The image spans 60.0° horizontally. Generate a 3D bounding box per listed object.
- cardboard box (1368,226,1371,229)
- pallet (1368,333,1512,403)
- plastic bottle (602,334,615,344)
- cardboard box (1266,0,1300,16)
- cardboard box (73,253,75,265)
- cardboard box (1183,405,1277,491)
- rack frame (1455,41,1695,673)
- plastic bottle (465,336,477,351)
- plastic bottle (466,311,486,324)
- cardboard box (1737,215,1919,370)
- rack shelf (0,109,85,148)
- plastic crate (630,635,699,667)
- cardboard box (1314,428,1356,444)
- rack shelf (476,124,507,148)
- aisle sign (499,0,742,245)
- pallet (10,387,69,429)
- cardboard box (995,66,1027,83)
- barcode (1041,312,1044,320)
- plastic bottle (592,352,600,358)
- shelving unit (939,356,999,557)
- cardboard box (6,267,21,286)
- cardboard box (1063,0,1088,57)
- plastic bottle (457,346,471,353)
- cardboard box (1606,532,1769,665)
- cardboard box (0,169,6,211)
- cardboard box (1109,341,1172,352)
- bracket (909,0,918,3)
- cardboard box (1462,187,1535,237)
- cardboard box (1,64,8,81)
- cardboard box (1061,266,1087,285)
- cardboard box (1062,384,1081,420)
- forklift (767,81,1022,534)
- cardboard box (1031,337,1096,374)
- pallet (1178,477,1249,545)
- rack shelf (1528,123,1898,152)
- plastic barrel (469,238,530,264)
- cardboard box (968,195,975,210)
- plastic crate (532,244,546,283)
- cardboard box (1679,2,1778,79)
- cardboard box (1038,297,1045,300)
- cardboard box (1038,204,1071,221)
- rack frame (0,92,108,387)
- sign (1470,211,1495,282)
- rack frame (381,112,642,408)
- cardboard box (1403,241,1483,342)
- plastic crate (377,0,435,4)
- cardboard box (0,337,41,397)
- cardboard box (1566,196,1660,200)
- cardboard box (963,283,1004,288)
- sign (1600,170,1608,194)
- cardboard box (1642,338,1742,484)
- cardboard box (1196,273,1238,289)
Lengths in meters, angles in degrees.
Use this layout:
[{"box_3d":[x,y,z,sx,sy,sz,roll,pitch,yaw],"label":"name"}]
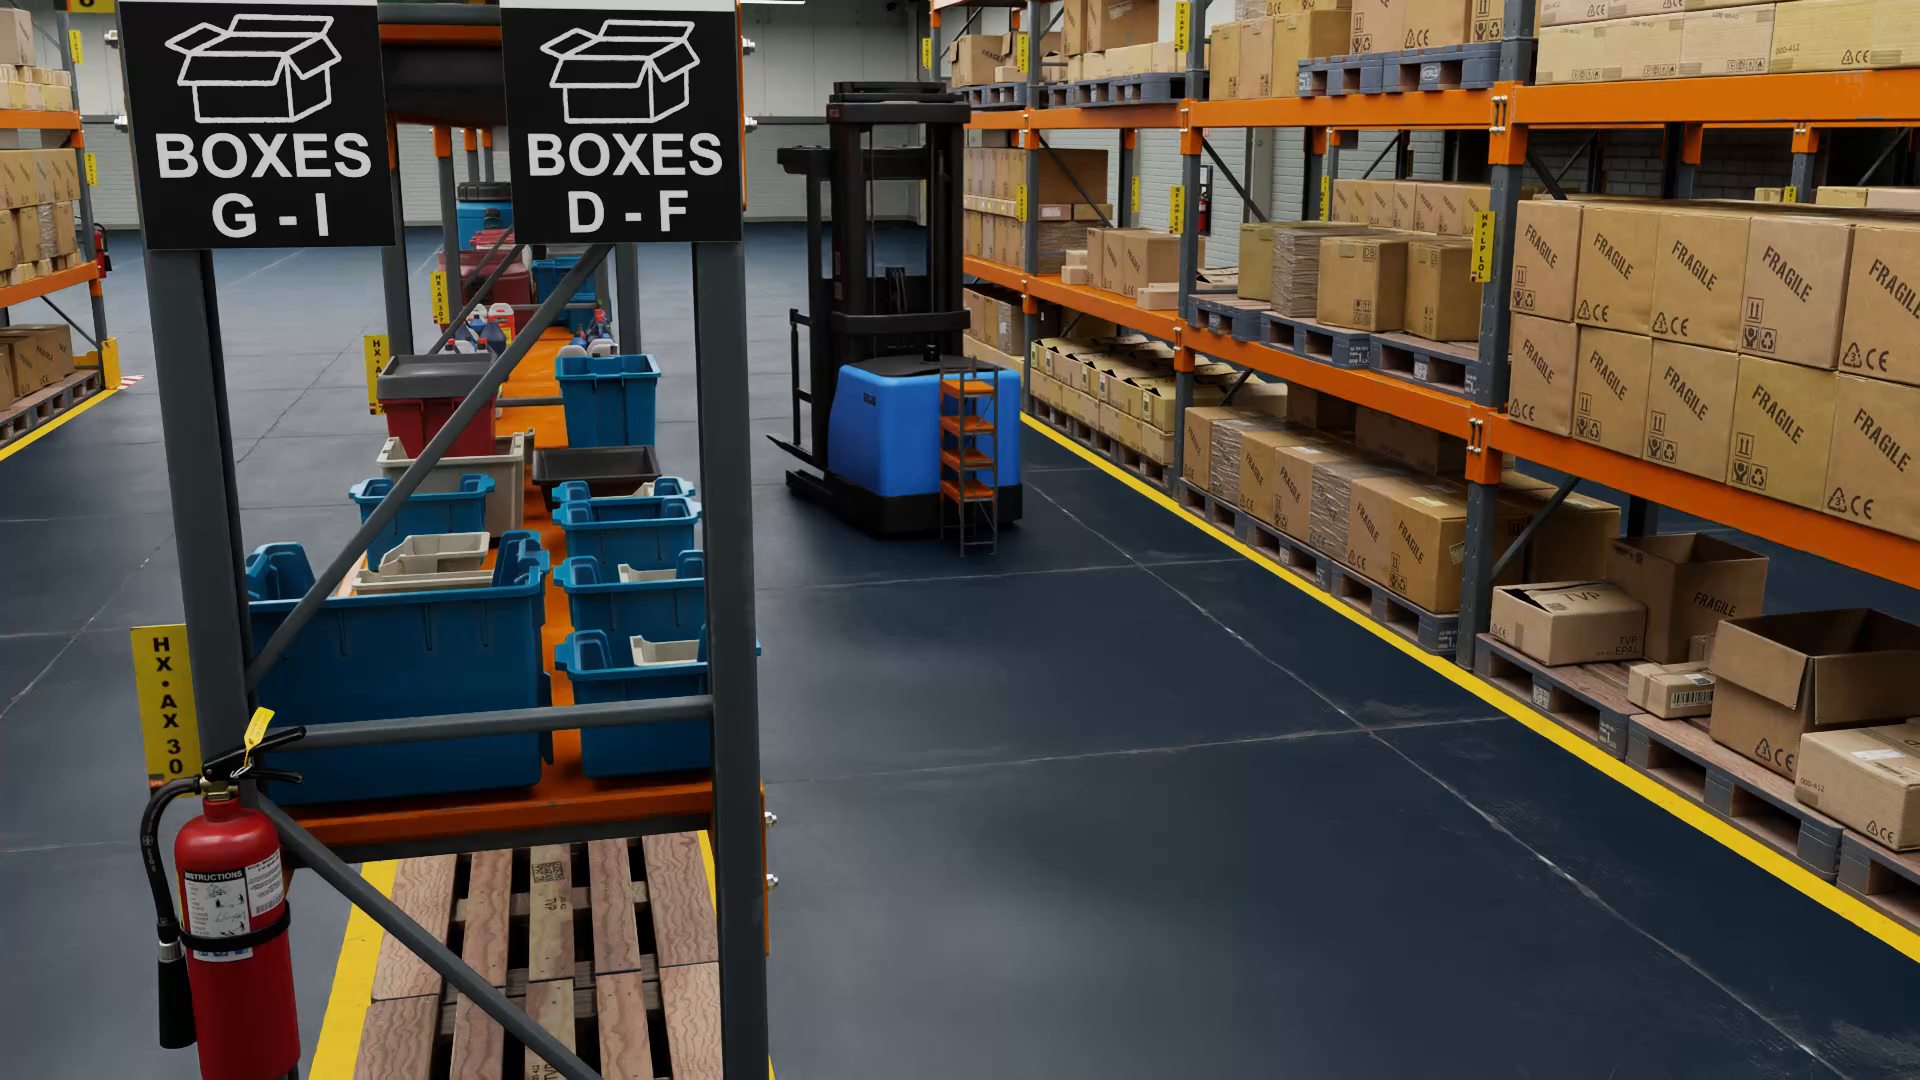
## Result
[{"box_3d":[4.925,-3.576,19.516,0.500,0.250,0.500,-4,14,-15],"label":"cardboard box"},{"box_3d":[2.906,-0.940,8.858,1.003,0.211,1.213,-3,14,-13],"label":"pallet"},{"box_3d":[-1.862,-0.951,8.770,0.097,0.271,0.097,0,14,0],"label":"plastic bottle"},{"box_3d":[2.264,-3.538,10.452,0.500,0.500,0.500,-3,14,-13],"label":"cardboard box"},{"box_3d":[-9.135,-2.826,16.702,0.380,0.149,0.250,-3,14,-13],"label":"cardboard box"},{"box_3d":[1.877,-0.644,11.583,0.500,0.500,0.500,-3,14,-11],"label":"cardboard box"},{"box_3d":[2.988,-0.843,8.056,1.000,3.000,0.127,-3,14,-13],"label":"rack frame"},{"box_3d":[-2.551,-0.922,8.654,0.097,0.271,0.097,0,14,0],"label":"plastic bottle"},{"box_3d":[-2.872,-1.205,9.802,0.152,0.276,0.135,-3,14,-13],"label":"plastic bottle"},{"box_3d":[3.189,-0.896,5.956,0.500,0.500,0.500,-3,14,-11],"label":"cardboard box"},{"box_3d":[-8.991,-3.706,14.972,1.077,0.370,4.000,-3,14,-13],"label":"rack shelf"},{"box_3d":[-0.622,0.300,3.807,0.250,0.136,0.298,-3,14,-13],"label":"plastic crate"},{"box_3d":[2.617,-0.443,10.759,0.500,0.500,0.500,-4,14,-15],"label":"cardboard box"},{"box_3d":[-4.177,-3.982,16.101,1.077,0.370,4.000,-3,14,-13],"label":"rack shelf"},{"box_3d":[-0.583,-0.908,2.844,0.394,0.787,0.004,-3,14,-13],"label":"aisle sign"},{"box_3d":[-9.004,-1.217,15.465,1.003,0.211,1.213,-3,14,-13],"label":"pallet"},{"box_3d":[0.560,-4.558,16.294,0.380,0.149,0.250,-3,14,-13],"label":"cardboard box"},{"box_3d":[0.764,-2.072,15.405,0.001,0.075,0.075,-3,14,-13],"label":"barcode"},{"box_3d":[-1.605,-0.652,7.380,0.144,0.351,0.185,-3,14,-13],"label":"plastic bottle"},{"box_3d":[0.053,-0.538,10.603,0.258,1.200,0.503,-4,14,-15],"label":"shelving unit"},{"box_3d":[-8.498,-2.313,14.603,0.380,0.149,0.250,-3,14,-13],"label":"cardboard box"},{"box_3d":[1.215,-4.496,14.542,0.500,0.500,0.500,-3,14,-13],"label":"cardboard box"},{"box_3d":[-2.471,-0.812,8.191,0.152,0.276,0.135,-3,14,-13],"label":"plastic bottle"},{"box_3d":[3.397,0.273,7.827,0.500,0.500,0.500,-3,14,-13],"label":"cardboard box"},{"box_3d":[-8.499,-3.049,14.142,0.500,0.500,0.500,-3,14,-13],"label":"cardboard box"},{"box_3d":[1.611,-1.632,15.013,0.500,0.311,0.500,-3,14,-12],"label":"cardboard box"},{"box_3d":[-1.305,-15.243,46.773,0.235,0.232,0.430,-3,14,-13],"label":"bracket"},{"box_3d":[5.511,-3.358,17.046,0.500,0.500,0.500,-3,14,-13],"label":"cardboard box"},{"box_3d":[-8.735,-4.163,14.803,0.380,0.149,0.250,-3,14,-12],"label":"cardboard box"},{"box_3d":[1.118,-2.350,14.757,0.380,0.149,0.250,-3,14,-13],"label":"cardboard box"},{"box_3d":[1.206,-1.212,14.478,0.500,0.250,0.500,-4,14,-15],"label":"cardboard box"},{"box_3d":[-0.644,-1.771,12.000,1.130,2.935,3.031,-6,15,-23],"label":"forklift"},{"box_3d":[0.964,-1.720,15.373,0.500,0.311,0.500,-3,14,-13],"label":"cardboard box"},{"box_3d":[2.187,-0.237,11.450,1.003,0.211,1.213,-3,14,-13],"label":"pallet"},{"box_3d":[6.393,-3.612,14.585,1.077,0.370,4.000,-3,14,-13],"label":"rack shelf"},{"box_3d":[-3.422,-1.977,12.413,0.433,0.535,0.433,0,14,0],"label":"plastic barrel"},{"box_3d":[0.296,-3.634,17.904,0.380,0.149,0.250,-4,14,-15],"label":"cardboard box"},{"box_3d":[-3.706,-2.511,15.014,0.767,0.338,0.504,-3,14,-13],"label":"plastic crate"},{"box_3d":[3.091,-1.870,6.257,0.500,0.250,0.500,-3,14,-13],"label":"cardboard box"},{"box_3d":[1.069,-2.276,17.251,0.500,0.500,0.500,-3,14,-13],"label":"cardboard box"},{"box_3d":[0.837,-3.103,15.729,0.380,0.149,0.250,-3,14,-13],"label":"cardboard box"},{"box_3d":[-9.461,-3.060,17.131,1.000,3.000,0.127,-3,14,-13],"label":"rack frame"},{"box_3d":[2.449,-1.373,7.789,0.100,0.325,0.005,-3,14,-13],"label":"sign"},{"box_3d":[-1.828,-0.567,6.930,1.000,3.000,0.127,-3,14,-13],"label":"rack frame"},{"box_3d":[2.871,-1.372,9.128,0.700,0.500,0.500,-1,14,-4],"label":"cardboard box"},{"box_3d":[-1.398,-1.211,3.688,0.450,0.188,0.336,-3,14,-13],"label":"plastic crate"},{"box_3d":[-9.028,-1.623,15.632,0.500,0.500,0.500,-2,14,-8],"label":"cardboard box"},{"box_3d":[6.134,-2.979,15.662,0.700,0.500,0.500,-2,14,-7],"label":"cardboard box"},{"box_3d":[0.198,-2.592,18.546,0.500,0.500,0.500,-3,14,-13],"label":"cardboard box"},{"box_3d":[6.462,-3.559,16.736,0.100,0.325,0.005,-3,14,-13],"label":"sign"},{"box_3d":[3.081,-0.525,6.545,0.500,0.500,0.500,-3,14,-13],"label":"cardboard box"},{"box_3d":[2.005,-1.809,12.197,0.500,0.311,0.500,-2,14,-10],"label":"cardboard box"}]
